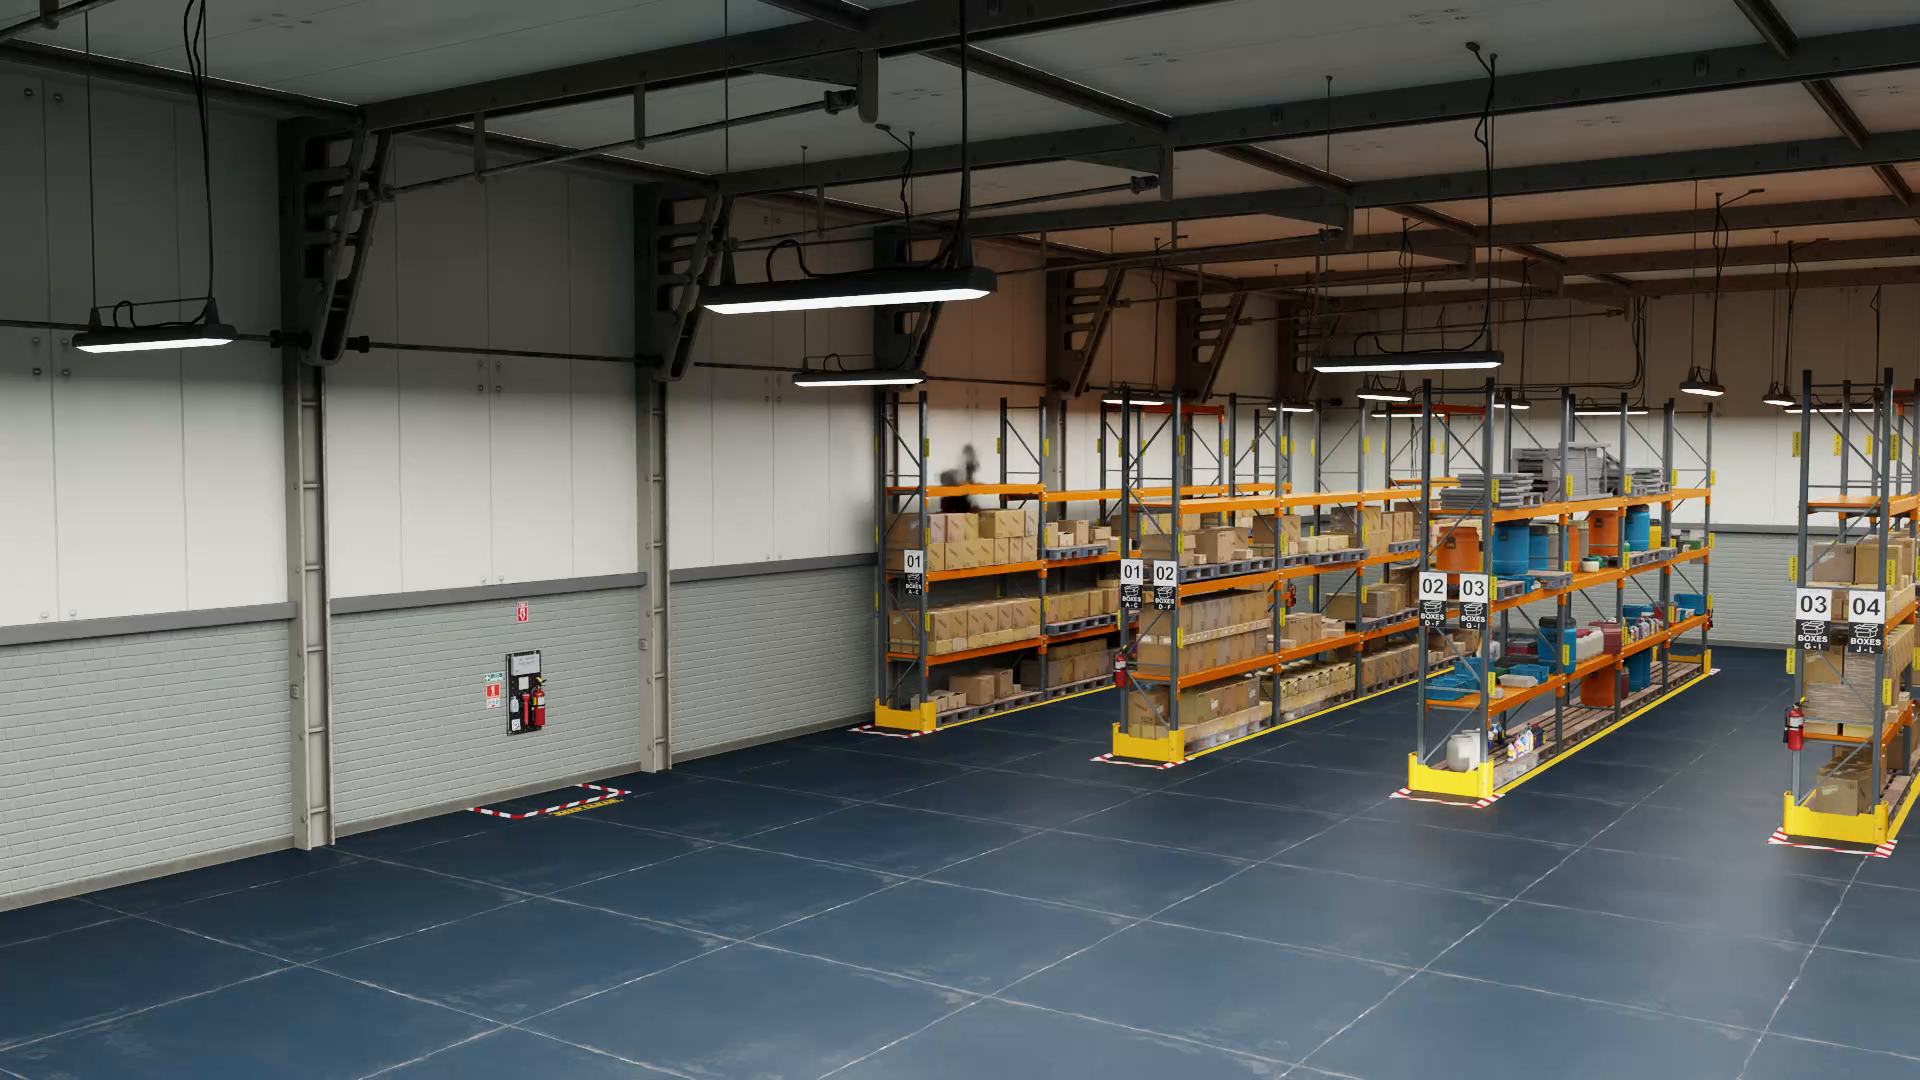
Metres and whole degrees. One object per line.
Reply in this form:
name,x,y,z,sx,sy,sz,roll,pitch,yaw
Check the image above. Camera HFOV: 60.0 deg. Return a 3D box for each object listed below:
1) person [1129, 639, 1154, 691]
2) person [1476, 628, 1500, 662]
person,3.429,2.317,30.441,0.684,1.647,0.732,2,4,30
person,10.052,2.464,31.718,0.503,1.559,0.493,2,4,30
